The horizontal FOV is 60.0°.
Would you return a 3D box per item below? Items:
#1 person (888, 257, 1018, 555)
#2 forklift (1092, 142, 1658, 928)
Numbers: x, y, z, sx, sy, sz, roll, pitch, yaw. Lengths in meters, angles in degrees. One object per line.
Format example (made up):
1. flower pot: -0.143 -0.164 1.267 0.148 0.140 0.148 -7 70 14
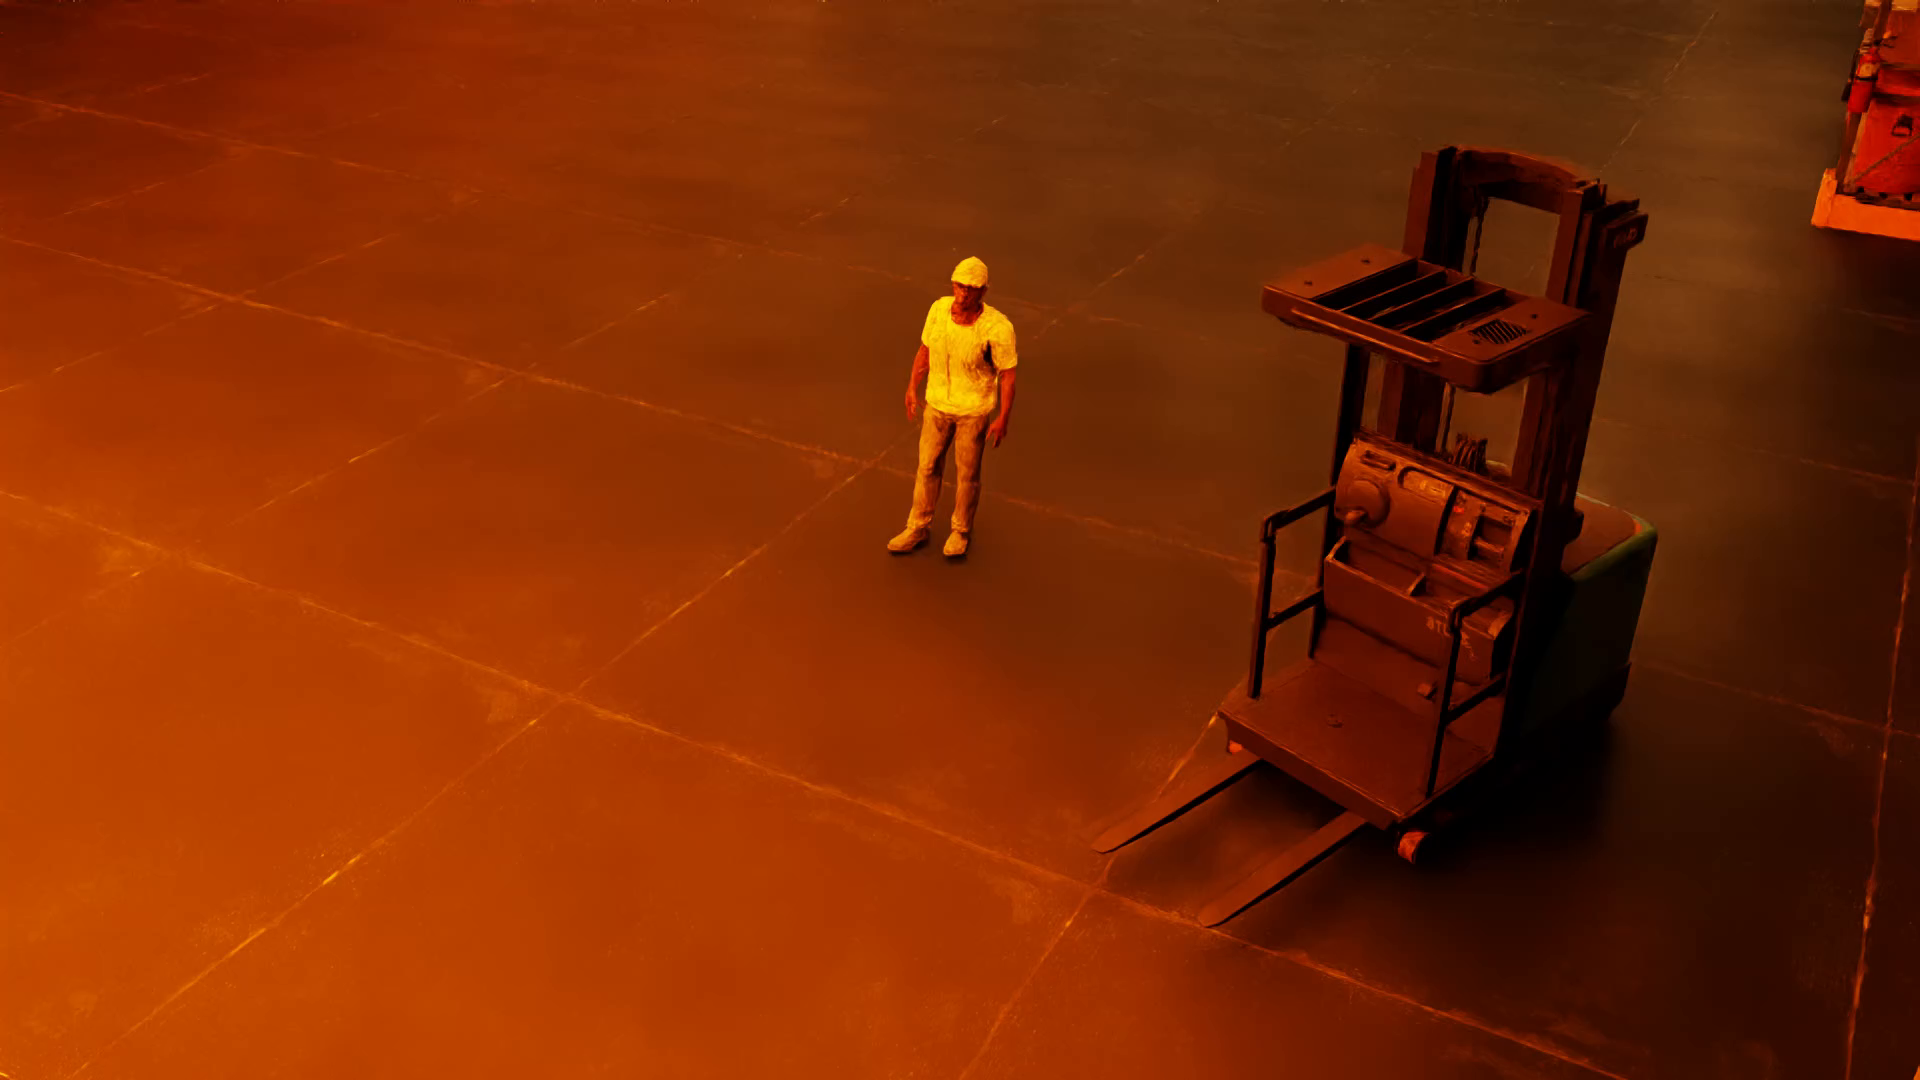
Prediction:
1. person: -0.038 -0.742 9.507 0.665 1.766 0.576 15 33 25
2. forklift: 1.932 -0.112 7.265 3.031 2.935 1.130 -24 37 -35
